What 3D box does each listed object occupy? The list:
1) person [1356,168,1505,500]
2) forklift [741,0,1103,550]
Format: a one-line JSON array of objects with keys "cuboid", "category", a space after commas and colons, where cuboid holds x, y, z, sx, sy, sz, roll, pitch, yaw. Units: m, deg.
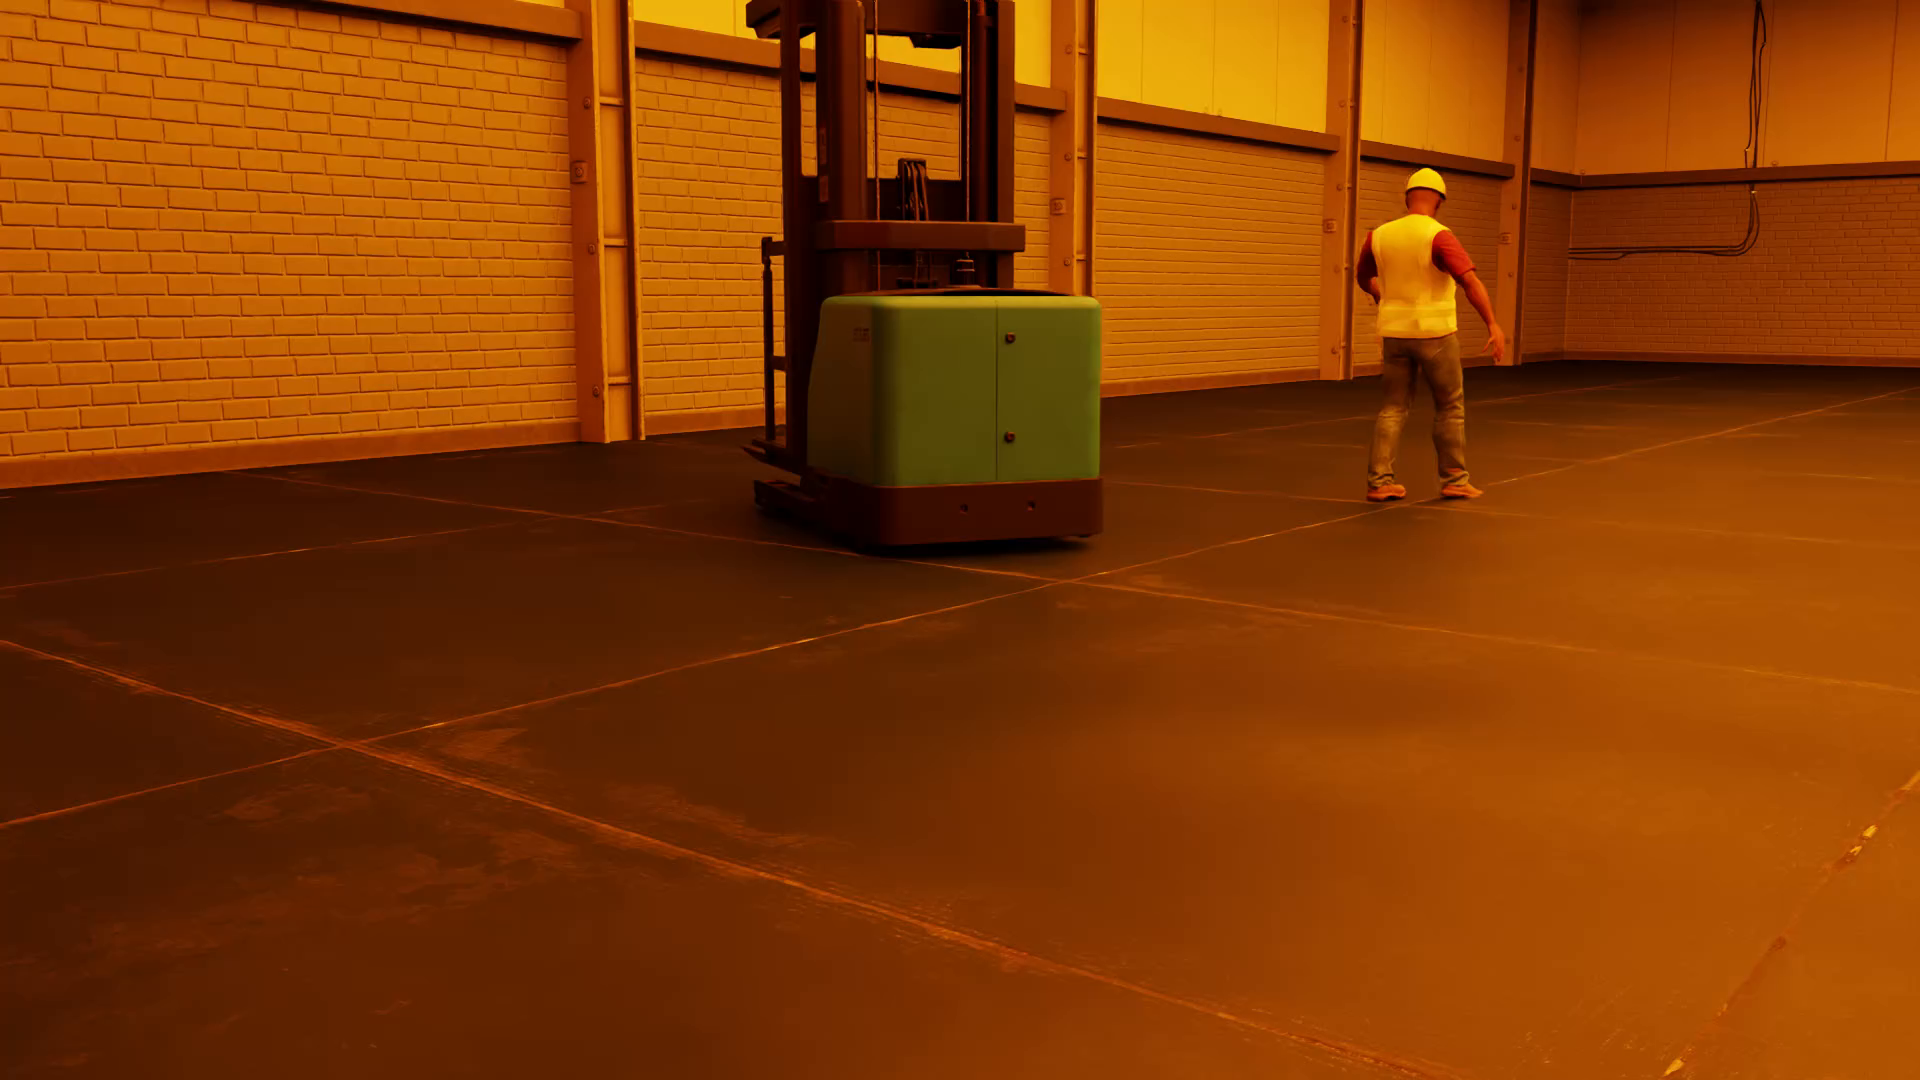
[{"cuboid": [2.517, -1.077, 8.835, 0.734, 1.755, 1.046, -7, 11, -41], "category": "person"}, {"cuboid": [-0.393, -1.584, 8.104, 1.130, 2.935, 3.031, -3, 9, -21], "category": "forklift"}]
